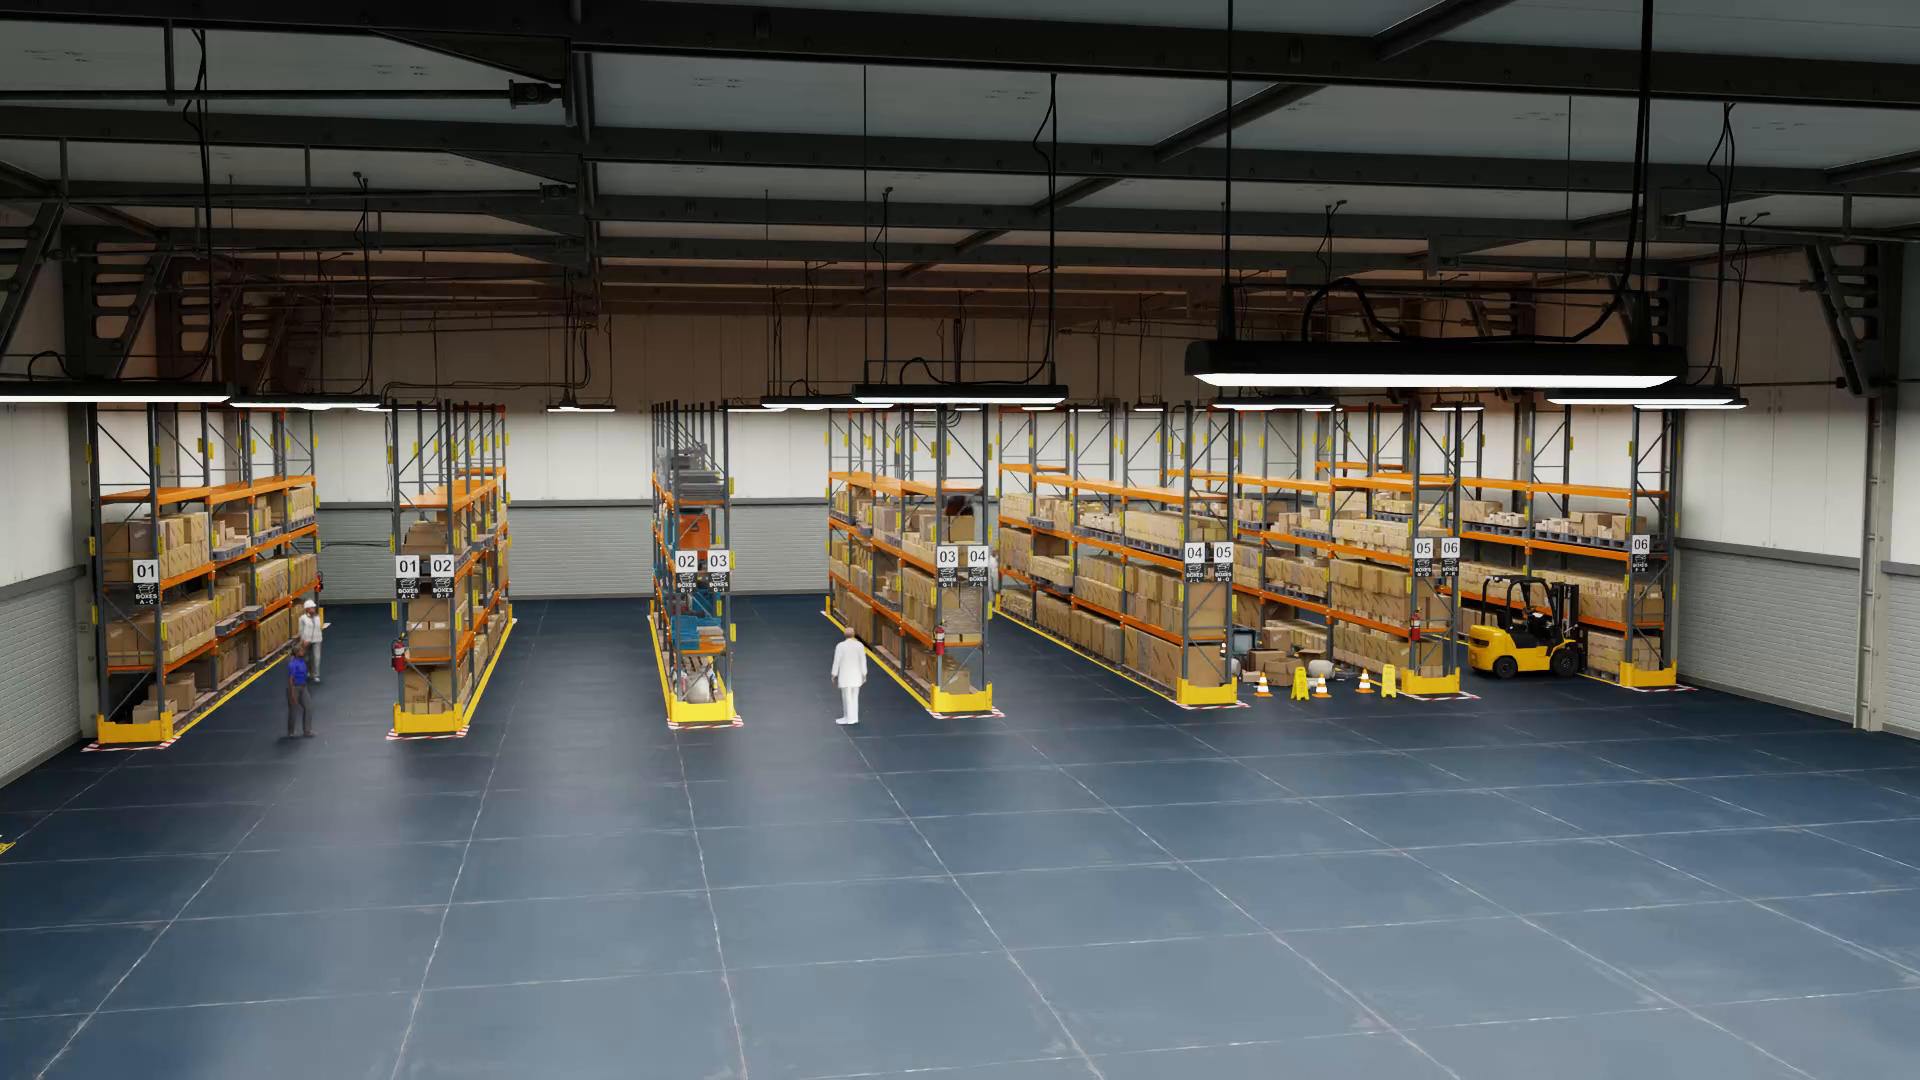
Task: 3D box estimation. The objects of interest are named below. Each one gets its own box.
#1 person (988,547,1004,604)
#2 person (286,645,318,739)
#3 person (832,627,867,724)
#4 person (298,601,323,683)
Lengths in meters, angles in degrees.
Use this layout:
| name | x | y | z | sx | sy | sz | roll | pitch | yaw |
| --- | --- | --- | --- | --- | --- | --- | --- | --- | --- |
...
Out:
| name | x | y | z | sx | sy | sz | roll | pitch | yaw |
| --- | --- | --- | --- | --- | --- | --- | --- | --- | --- |
| person | 1.047 | 1.061 | 50.130 | 0.588 | 1.737 | 0.693 | 4 | 6 | 42 |
| person | -11.729 | 2.685 | 29.549 | 0.461 | 1.654 | 0.538 | 2 | 5 | 21 |
| person | -2.045 | 2.520 | 30.818 | 0.656 | 1.814 | 0.432 | -2 | 5 | -20 |
| person | -13.922 | 2.174 | 35.647 | 0.481 | 1.734 | 1.006 | -1 | 5 | -19 |
